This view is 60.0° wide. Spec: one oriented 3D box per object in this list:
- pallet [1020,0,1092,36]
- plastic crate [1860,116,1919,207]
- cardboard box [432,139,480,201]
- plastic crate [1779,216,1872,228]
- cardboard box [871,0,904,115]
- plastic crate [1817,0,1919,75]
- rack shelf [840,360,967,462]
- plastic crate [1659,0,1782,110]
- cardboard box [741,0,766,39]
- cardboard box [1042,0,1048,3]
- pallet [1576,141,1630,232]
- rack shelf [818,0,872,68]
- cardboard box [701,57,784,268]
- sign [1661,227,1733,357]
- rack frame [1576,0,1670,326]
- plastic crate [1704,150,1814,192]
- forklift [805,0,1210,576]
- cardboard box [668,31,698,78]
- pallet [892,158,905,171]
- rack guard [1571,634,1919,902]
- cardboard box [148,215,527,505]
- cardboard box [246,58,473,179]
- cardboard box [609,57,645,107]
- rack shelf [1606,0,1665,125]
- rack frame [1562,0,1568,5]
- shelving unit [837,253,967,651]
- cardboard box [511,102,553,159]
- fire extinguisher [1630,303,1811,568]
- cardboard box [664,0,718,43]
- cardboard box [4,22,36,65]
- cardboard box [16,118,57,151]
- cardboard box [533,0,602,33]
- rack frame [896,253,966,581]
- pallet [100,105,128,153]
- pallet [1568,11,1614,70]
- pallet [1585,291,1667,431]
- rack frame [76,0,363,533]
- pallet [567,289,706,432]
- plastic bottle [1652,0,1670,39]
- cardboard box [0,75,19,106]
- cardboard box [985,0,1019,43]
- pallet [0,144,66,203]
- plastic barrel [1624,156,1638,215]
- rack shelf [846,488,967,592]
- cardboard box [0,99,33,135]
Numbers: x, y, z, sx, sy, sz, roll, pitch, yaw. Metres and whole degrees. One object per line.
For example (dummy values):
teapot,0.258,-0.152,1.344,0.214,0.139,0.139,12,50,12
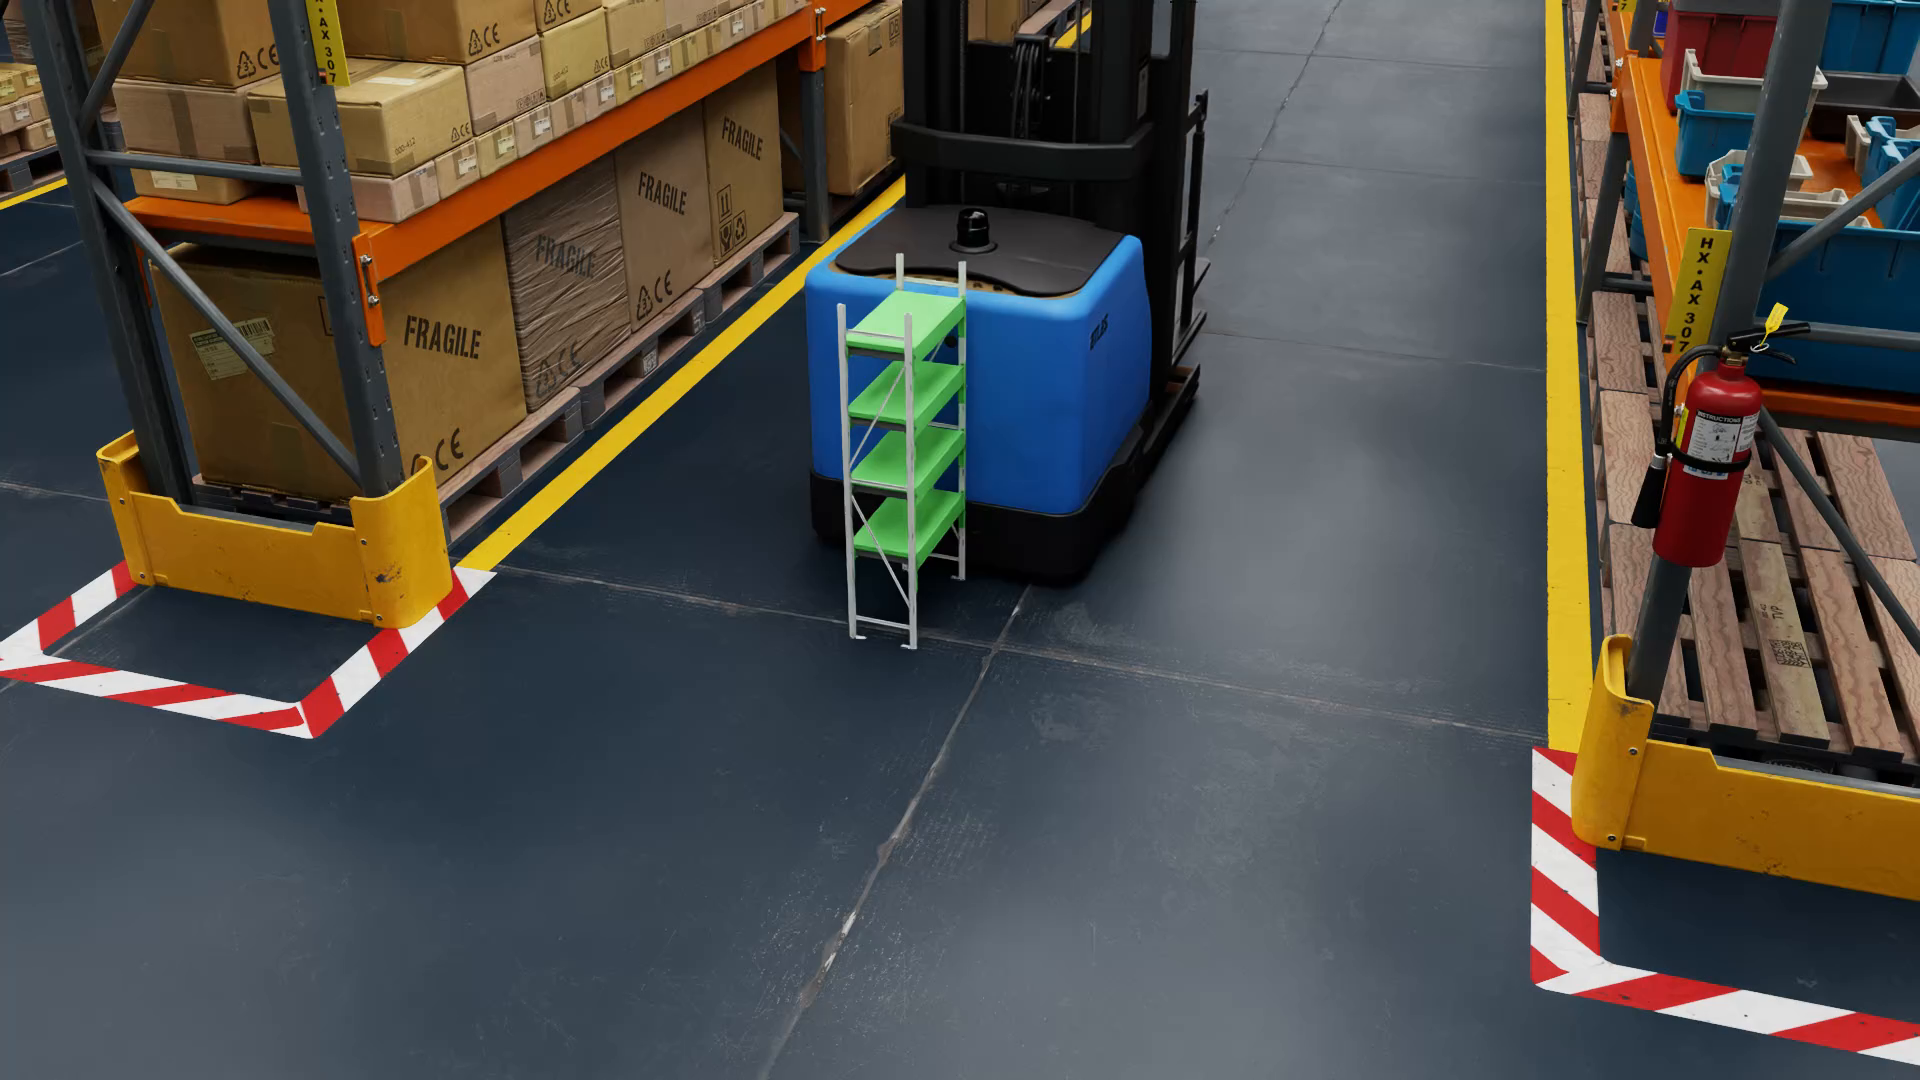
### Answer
pallet,0.544,-4.598,14.298,1.003,0.211,1.213,8,30,15
plastic crate,3.202,-1.236,5.497,0.416,0.233,0.300,8,30,15
cardboard box,-1.901,-1.298,5.756,0.380,0.149,0.250,8,30,14
plastic crate,2.505,-0.912,5.014,0.396,0.136,0.243,8,30,15
cardboard box,-0.791,-3.000,10.311,1.225,0.875,0.875,7,30,13
plastic crate,3.703,-2.076,6.851,0.392,0.384,0.575,8,30,15
rack shelf,-0.177,-0.440,5.445,0.258,0.148,0.480,10,31,17
plastic crate,3.012,-1.998,6.628,0.402,0.464,0.583,8,30,15
cardboard box,-1.148,-2.492,7.903,0.380,0.149,0.250,8,30,14
cardboard box,0.441,-4.826,13.959,0.700,0.500,0.500,11,31,19
pallet,4.136,-2.025,9.674,1.003,0.211,1.213,8,30,15
rack shelf,-0.634,-3.644,10.456,1.077,0.370,4.000,8,30,15
cardboard box,-1.491,-1.989,8.494,0.875,0.875,0.875,8,30,15
sign,1.809,-0.606,4.086,0.100,0.325,0.005,8,30,15
rack frame,3.514,-2.323,7.340,1.000,3.000,0.127,8,30,15
plastic crate,2.632,-1.185,5.505,0.298,0.136,0.250,8,30,15
forklift,0.421,-1.855,6.569,1.130,2.935,3.031,10,31,17
cardboard box,-1.374,-2.134,7.259,0.380,0.149,0.250,8,30,14
pallet,-0.710,-2.749,10.974,1.003,0.211,1.213,8,30,15
rack guard,2.345,0.642,4.582,1.175,0.500,0.348,8,30,15
cardboard box,-2.284,-0.734,6.238,0.875,0.875,0.875,8,30,15
cardboard box,-1.996,-1.419,5.564,0.500,0.250,0.500,8,30,14
cardboard box,-1.525,-1.894,6.827,0.380,0.149,0.250,8,30,14
rack shelf,4.101,-2.938,9.185,1.077,0.370,4.000,8,30,15
rack frame,5.862,-6.040,14.023,1.000,3.000,0.127,8,30,15
shelving unit,-0.177,-0.286,5.531,0.258,1.200,0.503,10,31,17
cardboard box,-1.751,-1.538,6.188,0.380,0.149,0.250,8,30,14
fire extinguisher,1.861,-0.262,4.098,0.296,0.674,0.183,8,30,15
cardboard box,-1.399,-2.373,7.279,0.500,0.250,0.500,9,30,16
cardboard box,-5.956,-3.255,11.155,0.500,0.500,0.500,8,30,14
cardboard box,-5.722,-2.491,10.143,0.380,0.149,0.250,9,30,16
cardboard box,-1.703,-2.221,6.234,0.500,0.500,0.500,8,30,14
rack frame,-0.095,-0.398,5.732,0.240,1.200,0.015,10,31,17
pallet,-5.706,-2.928,11.295,1.003,0.211,1.213,8,30,15
pallet,5.312,-3.883,13.012,1.003,0.211,1.213,8,30,15
pallet,3.335,-0.757,7.393,1.003,0.211,1.213,8,30,15
rack frame,-2.398,-1.171,5.269,0.949,2.616,0.053,8,30,15
pallet,-1.875,-0.900,7.650,1.003,0.211,1.213,8,30,15
plastic bottle,3.321,-2.498,7.782,0.152,0.276,0.135,8,30,15
cardboard box,-5.825,-2.655,9.825,0.380,0.149,0.250,9,30,15
cardboard box,-0.269,-3.826,11.795,1.225,0.875,0.875,7,30,13
pallet,-6.096,-2.248,10.074,1.003,0.211,1.213,8,30,15
plastic barrel,3.898,-2.169,8.789,0.600,0.901,0.708,8,30,15
rack shelf,-0.177,-0.021,5.678,0.258,0.148,0.480,10,31,17
cardboard box,-5.789,-2.532,9.911,0.380,0.149,0.250,7,30,12
